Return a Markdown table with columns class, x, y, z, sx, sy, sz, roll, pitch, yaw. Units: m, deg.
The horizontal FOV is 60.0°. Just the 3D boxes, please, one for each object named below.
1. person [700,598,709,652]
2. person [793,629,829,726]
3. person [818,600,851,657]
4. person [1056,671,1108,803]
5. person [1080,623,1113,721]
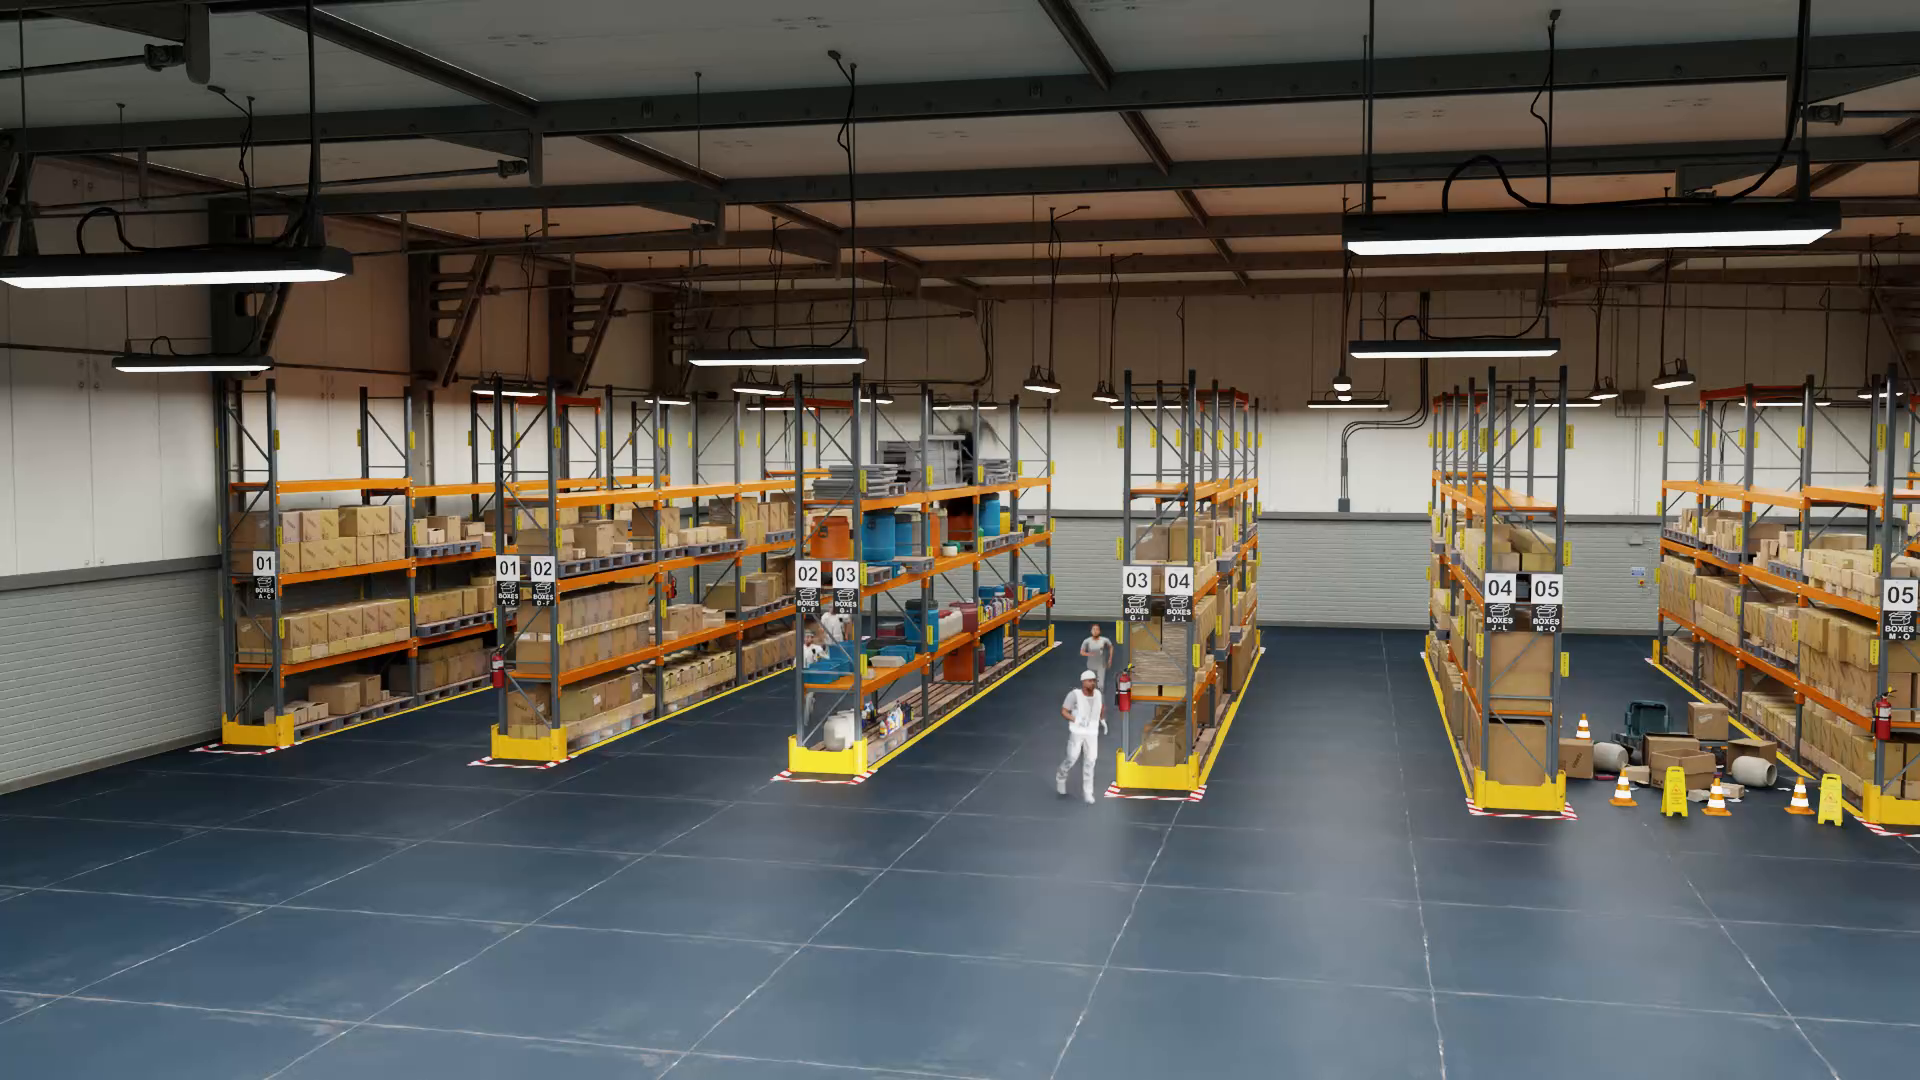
| class | x | y | z | sx | sy | sz | roll | pitch | yaw |
| --- | --- | --- | --- | --- | --- | --- | --- | --- | --- |
| person | -5.623 | 1.907 | 37.274 | 0.708 | 1.735 | 0.635 | 0 | 3 | 5 |
| person | -2.663 | 2.409 | 29.508 | 0.632 | 1.670 | 0.842 | 1 | 4 | 12 |
| person | -2.553 | 2.094 | 33.706 | 0.608 | 1.813 | 0.909 | 1 | 3 | 10 |
| person | 1.749 | 2.706 | 23.207 | 0.730 | 1.782 | 0.900 | -1 | 4 | -19 |
| person | 2.460 | 2.359 | 30.040 | 0.580 | 1.731 | 0.775 | 1 | 3 | 9 |
